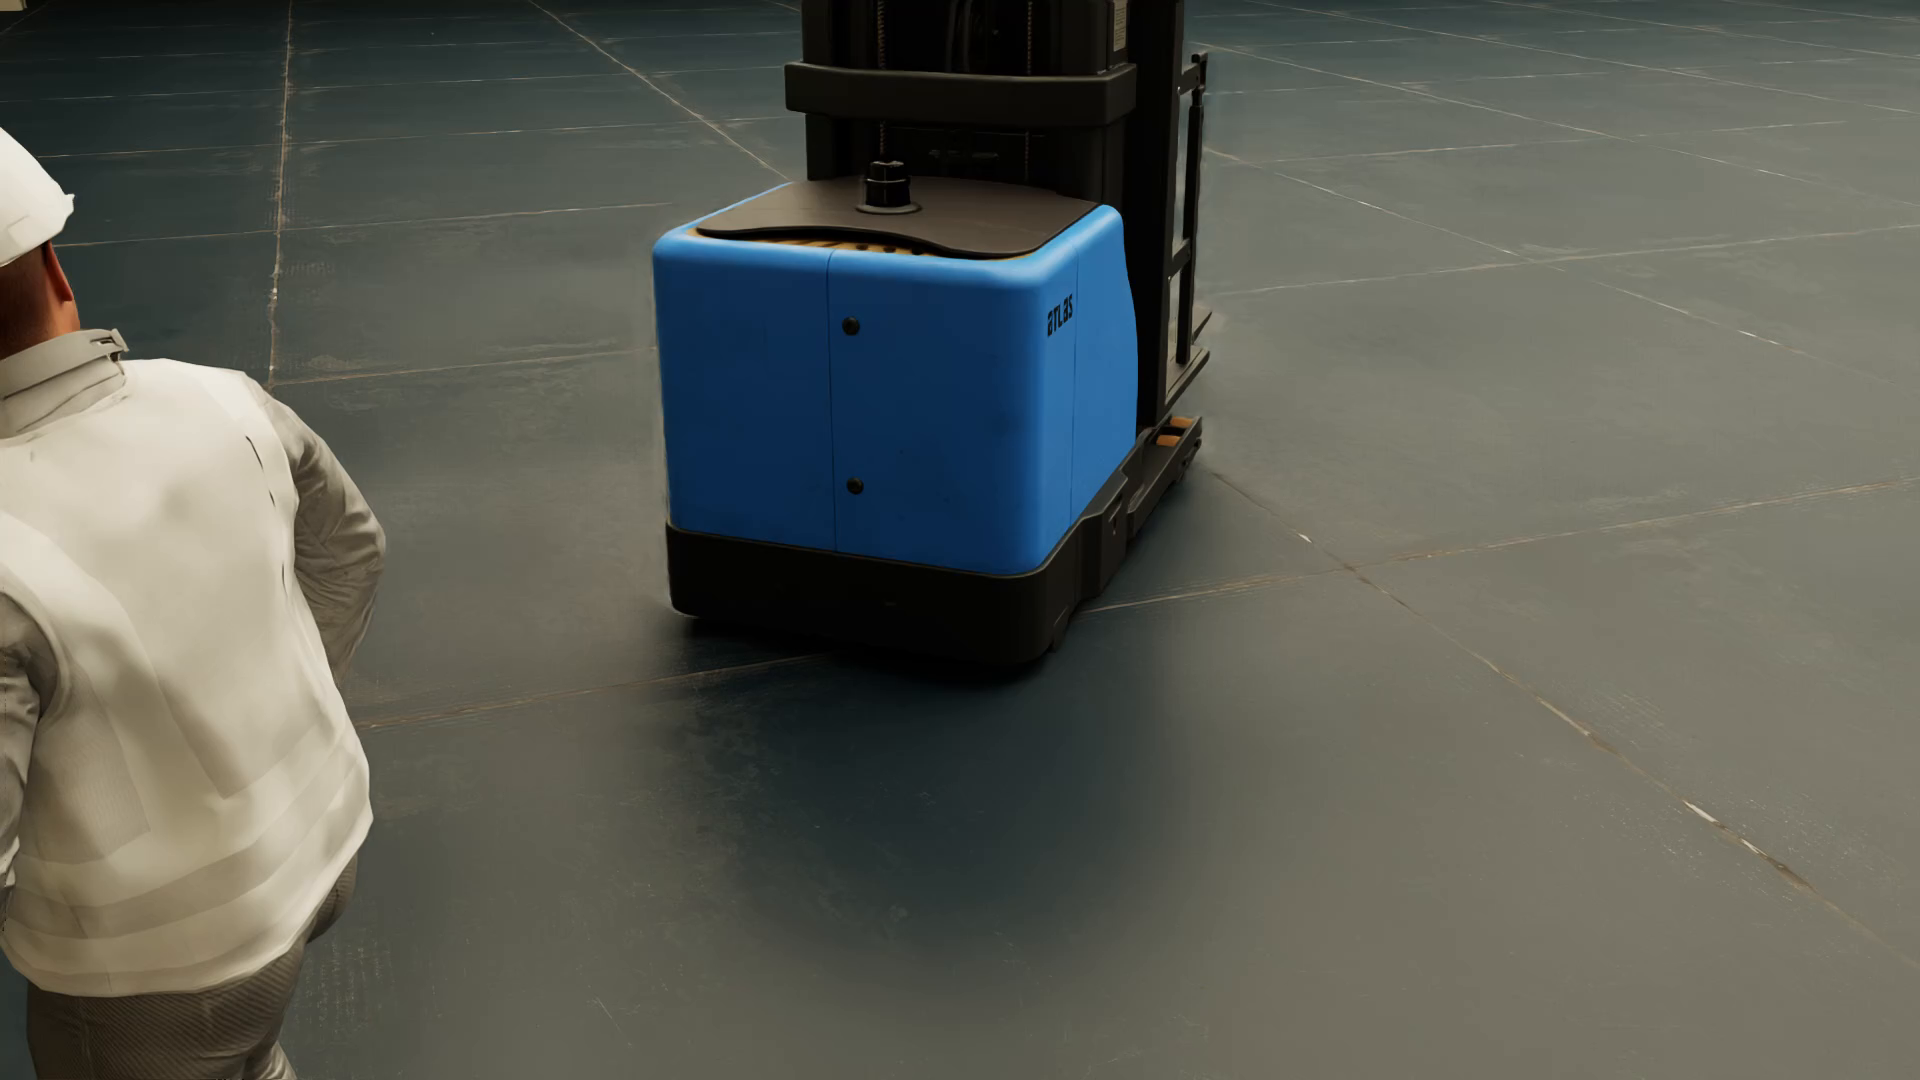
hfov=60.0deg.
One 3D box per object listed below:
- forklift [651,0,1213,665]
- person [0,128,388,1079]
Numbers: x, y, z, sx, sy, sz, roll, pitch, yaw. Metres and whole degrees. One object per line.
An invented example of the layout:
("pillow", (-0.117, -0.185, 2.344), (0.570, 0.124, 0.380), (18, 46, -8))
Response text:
("forklift", (0.192, -1.582, 5.059), (1.130, 2.935, 3.031), (8, 24, 18))
("person", (-0.964, 0.395, 1.881), (0.516, 1.754, 0.733), (3, 23, 6))
